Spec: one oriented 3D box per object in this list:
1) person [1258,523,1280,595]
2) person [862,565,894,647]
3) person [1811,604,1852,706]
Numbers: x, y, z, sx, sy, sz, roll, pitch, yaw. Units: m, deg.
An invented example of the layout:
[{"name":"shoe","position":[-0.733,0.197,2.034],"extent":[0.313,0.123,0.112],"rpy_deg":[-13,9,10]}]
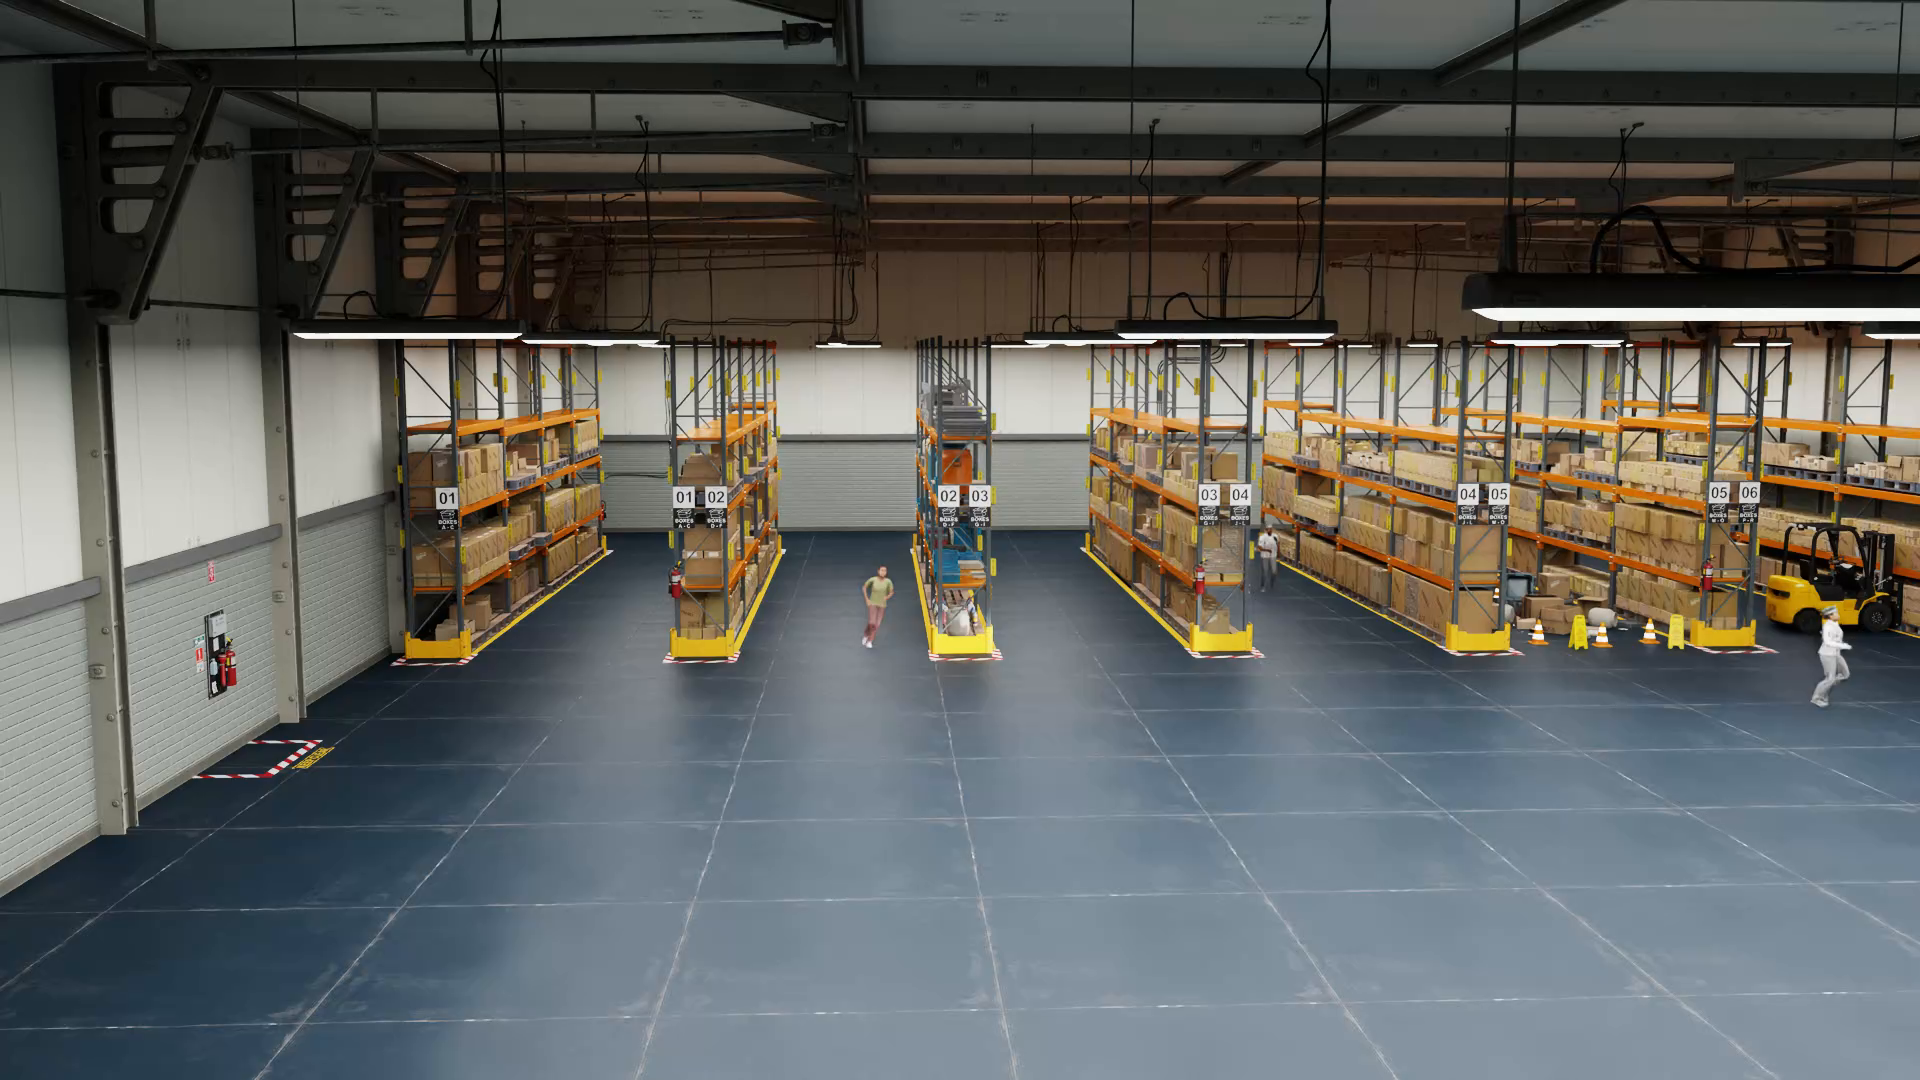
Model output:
[{"name":"person","position":[7.286,0.455,39.160],"extent":[0.584,1.750,0.718],"rpy_deg":[-1,7,-5]},{"name":"person","position":[-1.584,1.275,32.184],"extent":[0.613,1.613,0.544],"rpy_deg":[-2,7,-14]},{"name":"person","position":[14.025,1.854,26.718],"extent":[0.562,1.669,0.671],"rpy_deg":[5,8,39]}]
